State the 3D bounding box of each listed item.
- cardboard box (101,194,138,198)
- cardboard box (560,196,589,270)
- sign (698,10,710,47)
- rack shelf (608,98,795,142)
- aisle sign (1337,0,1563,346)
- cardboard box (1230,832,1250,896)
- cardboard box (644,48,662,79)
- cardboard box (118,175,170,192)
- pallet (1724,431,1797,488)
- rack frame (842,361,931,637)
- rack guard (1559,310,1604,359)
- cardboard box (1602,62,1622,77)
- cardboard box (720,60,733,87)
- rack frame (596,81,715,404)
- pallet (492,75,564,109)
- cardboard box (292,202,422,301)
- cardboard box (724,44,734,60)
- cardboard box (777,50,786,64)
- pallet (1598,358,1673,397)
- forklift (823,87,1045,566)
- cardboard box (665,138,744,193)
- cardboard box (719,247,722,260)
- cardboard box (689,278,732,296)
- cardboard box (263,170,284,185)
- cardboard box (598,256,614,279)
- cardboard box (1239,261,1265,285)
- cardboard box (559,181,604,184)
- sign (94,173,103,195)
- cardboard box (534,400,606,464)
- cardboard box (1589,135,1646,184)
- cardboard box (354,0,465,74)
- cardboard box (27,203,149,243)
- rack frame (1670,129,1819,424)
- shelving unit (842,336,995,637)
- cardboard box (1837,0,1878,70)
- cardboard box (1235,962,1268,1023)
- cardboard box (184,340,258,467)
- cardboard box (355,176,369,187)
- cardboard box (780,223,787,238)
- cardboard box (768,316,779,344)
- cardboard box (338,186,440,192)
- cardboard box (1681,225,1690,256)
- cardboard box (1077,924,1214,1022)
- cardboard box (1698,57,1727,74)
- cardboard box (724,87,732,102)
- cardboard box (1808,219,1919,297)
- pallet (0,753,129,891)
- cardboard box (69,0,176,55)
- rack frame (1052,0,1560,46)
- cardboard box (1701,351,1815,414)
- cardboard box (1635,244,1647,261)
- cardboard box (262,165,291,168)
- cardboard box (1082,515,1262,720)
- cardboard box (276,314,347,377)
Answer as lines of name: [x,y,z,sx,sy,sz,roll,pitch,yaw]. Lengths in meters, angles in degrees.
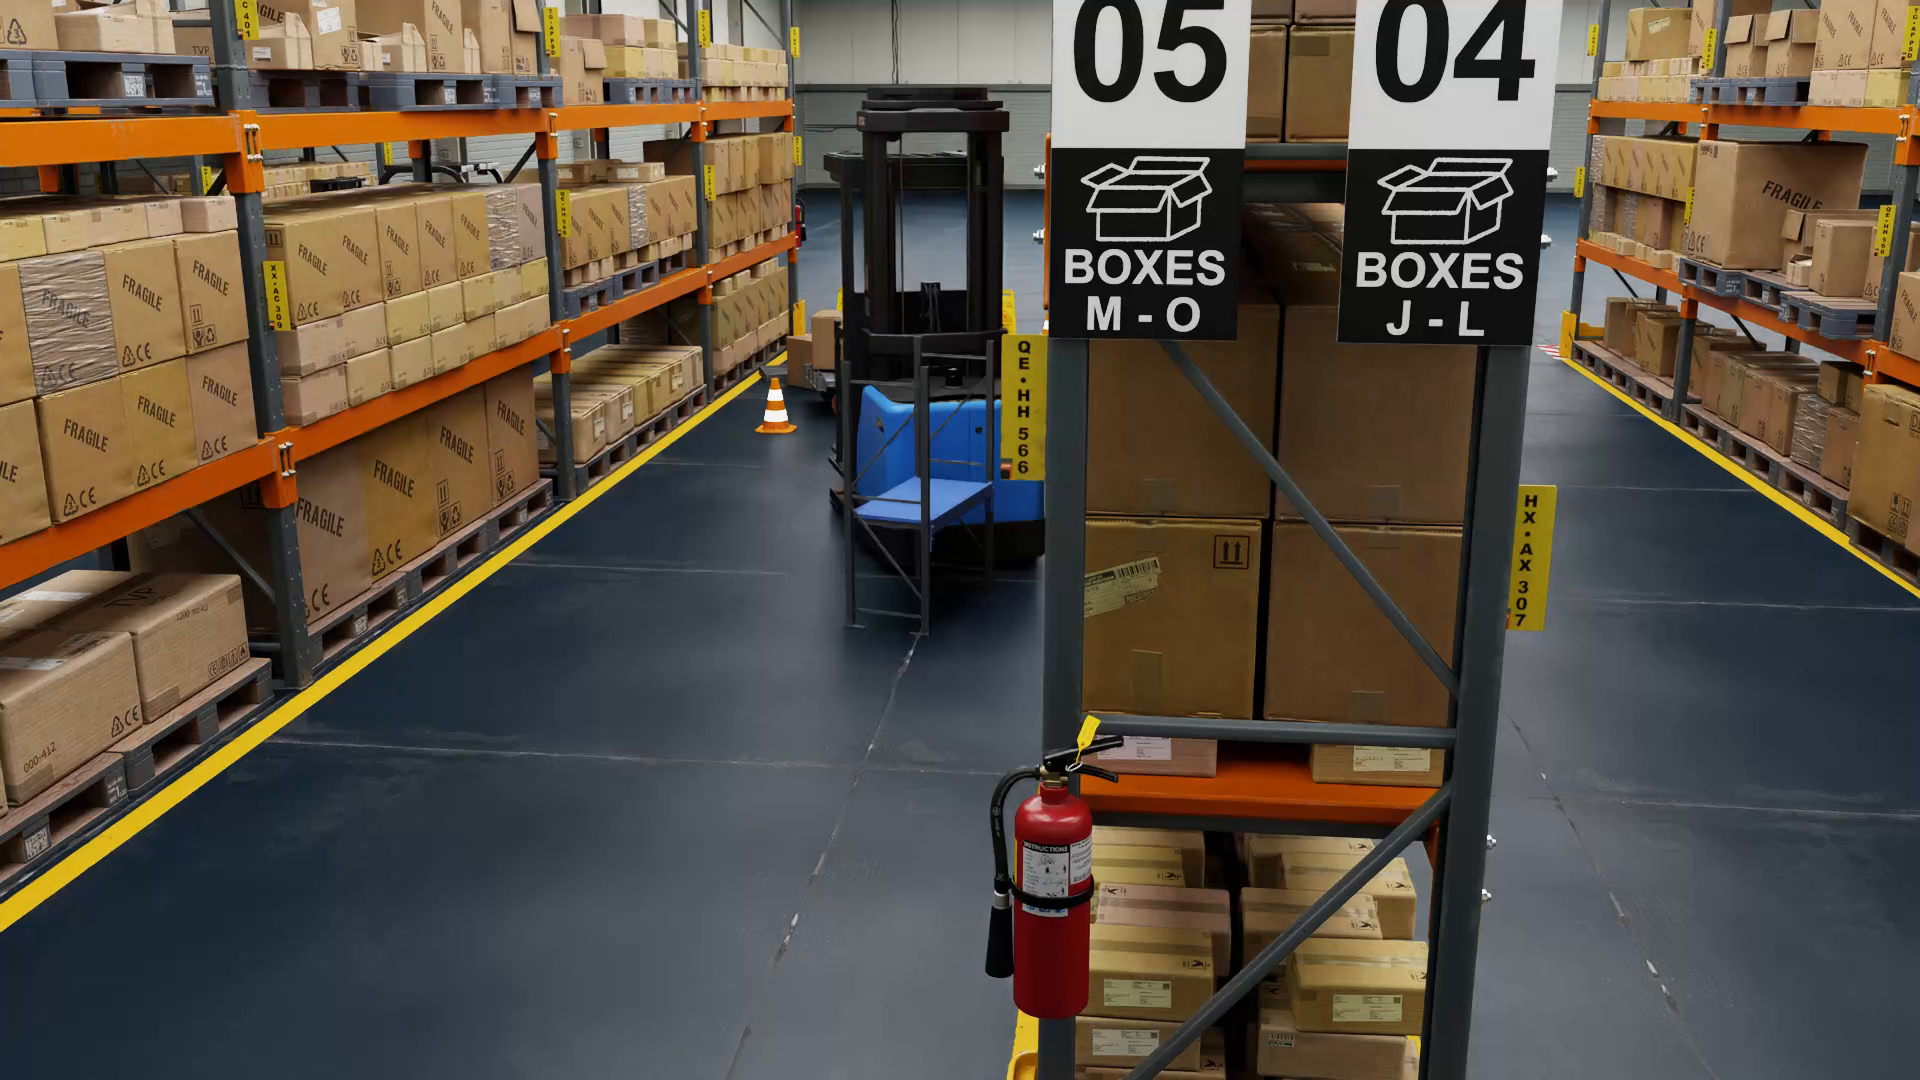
cardboard box: [-8.071,-3.212,15.858,0.380,0.149,0.250,1,15,5]
cardboard box: [-3.056,-2.257,12.196,0.500,0.500,0.500,1,15,5]
sign: [-2.334,-4.662,15.165,0.100,0.325,0.005,2,15,6]
rack shelf: [-2.660,-4.409,17.353,1.077,0.370,4.000,2,15,6]
aisle sign: [0.980,-0.785,3.338,0.394,0.787,0.004,2,15,6]
cardboard box: [1.103,1.073,5.534,0.380,0.149,0.250,1,15,4]
cardboard box: [-2.870,-4.081,14.245,0.500,0.250,0.500,2,15,7]
cardboard box: [-8.082,-3.532,16.472,0.380,0.149,0.250,2,15,6]
pallet: [6.740,-0.633,13.097,1.003,0.211,1.213,2,15,6]
rack frame: [-0.400,-0.216,9.086,0.500,1.500,0.032,6,16,20]
rack guard: [7.404,-2.309,18.743,1.175,0.500,0.348,2,15,6]
cardboard box: [7.026,-4.974,17.589,0.380,0.149,0.250,2,15,7]
cardboard box: [-2.515,-4.549,16.210,0.500,0.250,0.500,2,15,6]
rack frame: [-2.886,-2.790,15.733,1.000,3.000,0.127,2,15,6]
pallet: [-3.357,-2.941,10.906,1.213,0.211,1.003,2,15,9]
cardboard box: [-3.364,-1.614,9.278,0.500,0.500,0.500,1,15,5]
cardboard box: [-2.430,-4.777,16.290,0.380,0.149,0.250,2,15,6]
cardboard box: [-2.179,-5.442,18.750,0.380,0.149,0.250,2,15,7]
pallet: [7.137,-1.644,16.839,1.003,0.211,1.213,2,15,6]
forklift: [-0.313,-1.593,11.439,1.130,2.935,3.031,-4,16,-14]
cardboard box: [-2.541,-3.704,16.436,0.700,0.500,0.500,2,15,7]
cardboard box: [-2.554,-2.808,16.281,0.380,0.149,0.250,2,15,8]
cardboard box: [-2.477,-2.516,16.504,0.380,0.149,0.250,2,15,7]
cardboard box: [-7.421,-3.850,17.651,0.380,0.149,0.250,2,15,6]
cardboard box: [-2.922,-2.125,12.952,0.380,0.149,0.250,2,15,7]
cardboard box: [0.552,-0.490,4.550,0.500,0.500,0.500,1,15,4]
cardboard box: [-3.349,-2.813,14.254,0.500,0.500,0.500,2,15,6]
sign: [-8.370,-3.407,16.205,0.100,0.325,0.005,2,15,6]
cardboard box: [-3.263,-0.833,12.725,0.950,0.372,0.625,1,15,2]
cardboard box: [7.080,-4.075,17.810,0.500,0.500,0.500,2,15,6]
cardboard box: [-3.248,-2.986,9.714,0.500,0.500,0.500,2,15,7]
cardboard box: [-3.682,-1.340,7.022,0.380,0.149,0.250,2,15,6]
rack frame: [6.961,-2.498,14.653,1.000,3.000,0.127,2,15,6]
shelving unit: [-0.218,-0.339,9.544,0.538,1.500,1.048,6,16,20]
cardboard box: [6.362,-3.462,11.325,0.500,0.500,0.500,2,15,6]
cardboard box: [1.037,1.354,5.064,0.380,0.149,0.250,2,15,7]
cardboard box: [-3.587,-0.635,7.574,0.500,0.500,0.500,2,15,7]
cardboard box: [-7.127,-4.169,19.397,0.380,0.149,0.250,2,15,7]
cardboard box: [-2.182,-3.534,18.965,0.380,0.149,0.250,2,15,6]
cardboard box: [-2.324,-2.351,18.573,0.500,0.250,0.500,2,15,6]
cardboard box: [-3.682,-2.034,10.829,0.500,0.500,0.500,2,15,6]
cardboard box: [7.073,-2.805,15.026,0.875,0.500,0.500,2,15,6]
cardboard box: [0.498,1.184,4.555,0.380,0.149,0.250,2,15,7]
cardboard box: [6.711,-4.159,14.572,0.380,0.149,0.250,2,15,8]
cardboard box: [-2.494,-4.457,16.632,0.380,0.149,0.250,1,15,5]
cardboard box: [6.495,-2.000,11.817,0.700,0.500,0.500,4,16,15]
pallet: [-4.087,1.143,6.529,1.003,0.211,1.213,2,15,6]
cardboard box: [-3.542,-2.174,6.970,0.396,0.266,0.258,2,15,8]
rack frame: [0.690,-2.454,2.997,1.000,3.000,0.127,2,15,6]
cardboard box: [6.871,-1.345,14.335,0.700,0.500,0.500,1,15,2]
cardboard box: [6.877,-2.830,16.361,0.380,0.149,0.250,2,15,6]
cardboard box: [-7.743,-4.128,18.678,0.380,0.149,0.250,2,15,8]
cardboard box: [0.485,0.126,4.188,0.500,0.500,0.500,2,15,7]
cardboard box: [-3.458,-0.990,8.405,0.500,0.250,0.500,1,15,5]
